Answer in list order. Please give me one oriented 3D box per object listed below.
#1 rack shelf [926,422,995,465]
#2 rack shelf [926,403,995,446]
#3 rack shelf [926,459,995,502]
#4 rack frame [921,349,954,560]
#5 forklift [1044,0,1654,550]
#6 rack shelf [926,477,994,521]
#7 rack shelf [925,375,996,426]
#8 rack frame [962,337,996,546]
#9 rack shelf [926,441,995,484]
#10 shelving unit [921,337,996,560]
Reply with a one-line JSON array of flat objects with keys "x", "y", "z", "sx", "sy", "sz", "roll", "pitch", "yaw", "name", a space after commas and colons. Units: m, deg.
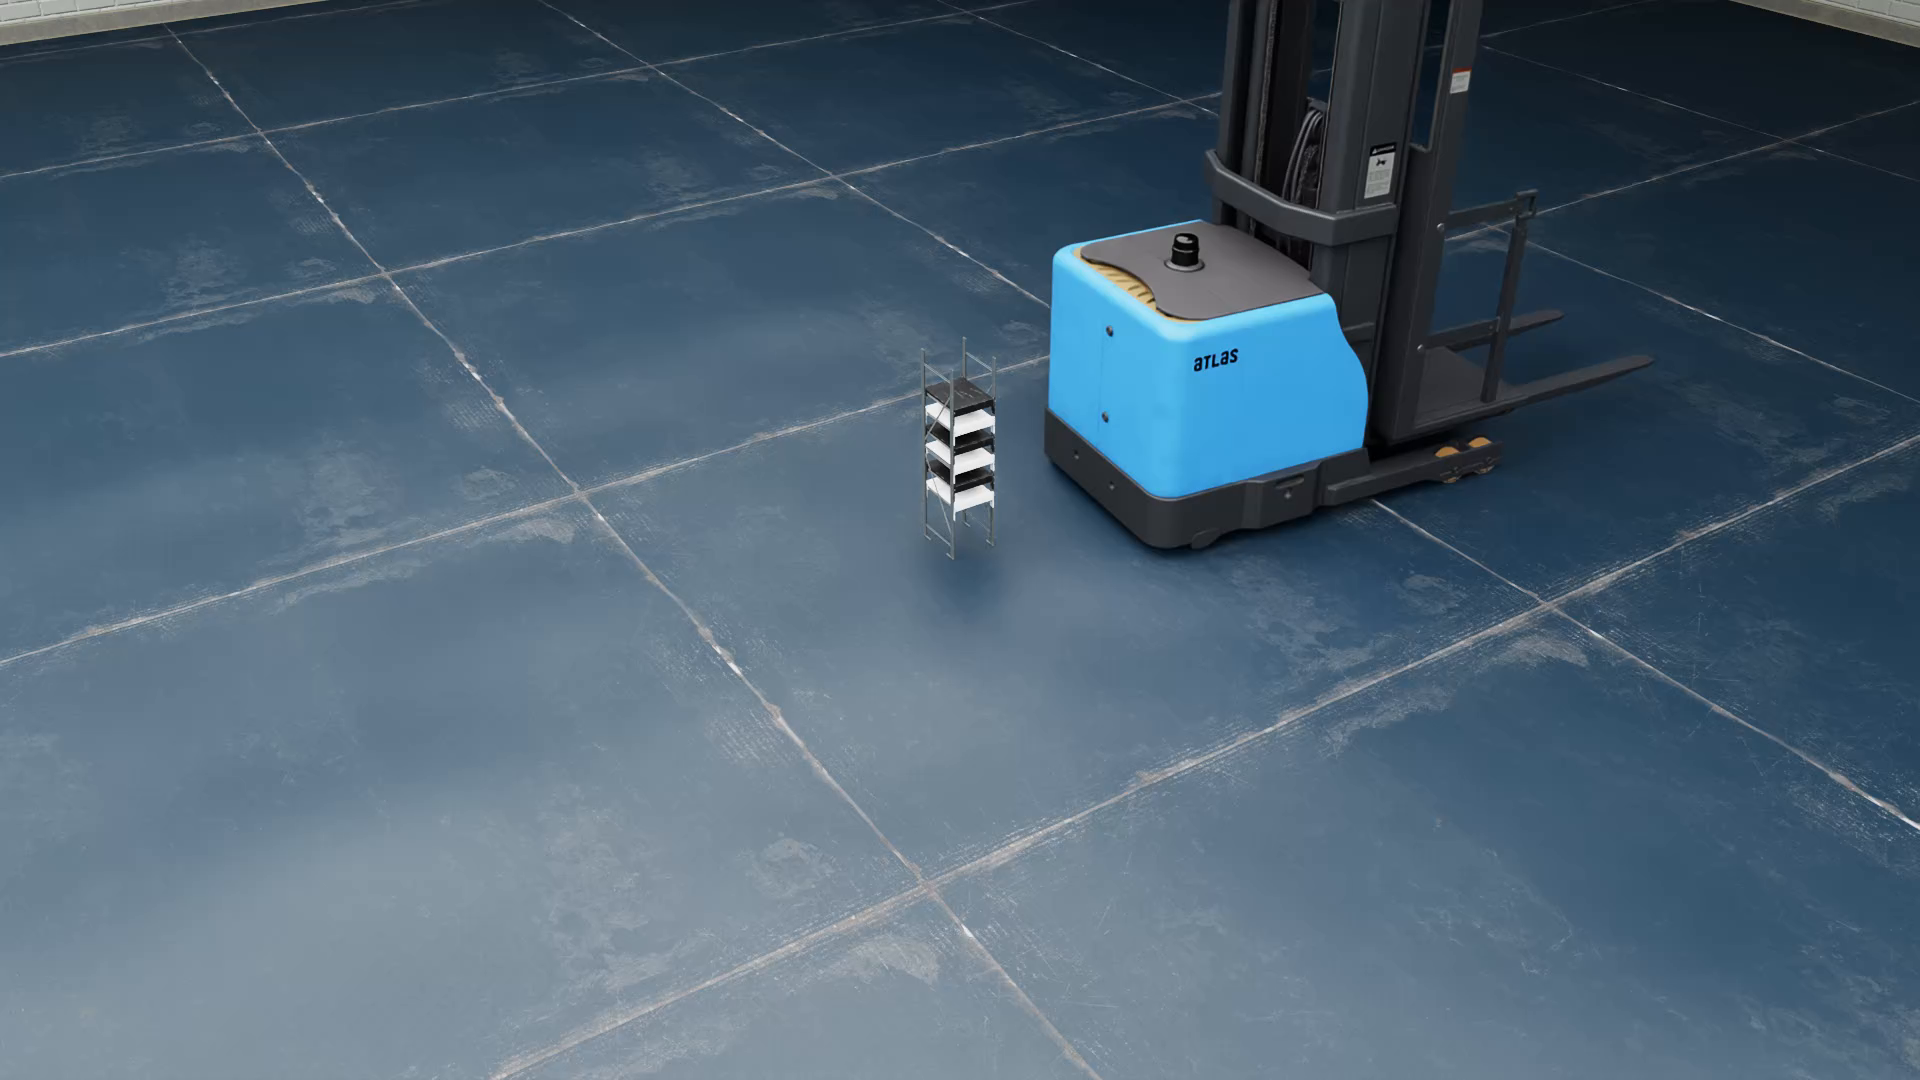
[{"x": -0.007, "y": -0.426, "z": 6.976, "sx": 0.200, "sy": 0.077, "sz": 0.258, "roll": -19, "pitch": 37, "yaw": -27, "name": "rack shelf"}, {"x": -0.007, "y": -0.502, "z": 6.928, "sx": 0.200, "sy": 0.077, "sz": 0.258, "roll": -19, "pitch": 37, "yaw": -27, "name": "rack shelf"}, {"x": -0.007, "y": -0.274, "z": 7.072, "sx": 0.200, "sy": 0.077, "sz": 0.258, "roll": -19, "pitch": 37, "yaw": -27, "name": "rack shelf"}, {"x": -0.092, "y": -0.349, "z": 6.960, "sx": 0.006, "sy": 0.900, "sz": 0.240, "roll": -19, "pitch": 37, "yaw": -27, "name": "rack frame"}, {"x": 1.944, "y": -1.737, "z": 7.256, "sx": 3.031, "sy": 2.935, "sz": 1.130, "roll": -15, "pitch": 35, "yaw": -22, "name": "forklift"}, {"x": -0.007, "y": -0.198, "z": 7.120, "sx": 0.200, "sy": 0.077, "sz": 0.258, "roll": -19, "pitch": 37, "yaw": -27, "name": "rack shelf"}, {"x": -0.007, "y": -0.578, "z": 6.880, "sx": 0.200, "sy": 0.077, "sz": 0.258, "roll": -19, "pitch": 37, "yaw": -27, "name": "rack shelf"}, {"x": 0.079, "y": -0.408, "z": 7.053, "sx": 0.006, "sy": 0.900, "sz": 0.240, "roll": -19, "pitch": 37, "yaw": -27, "name": "rack frame"}, {"x": -0.007, "y": -0.350, "z": 7.024, "sx": 0.200, "sy": 0.077, "sz": 0.258, "roll": -19, "pitch": 37, "yaw": -27, "name": "rack shelf"}, {"x": -0.007, "y": -0.378, "z": 7.006, "sx": 0.210, "sy": 0.900, "sz": 0.258, "roll": -19, "pitch": 37, "yaw": -27, "name": "shelving unit"}]
